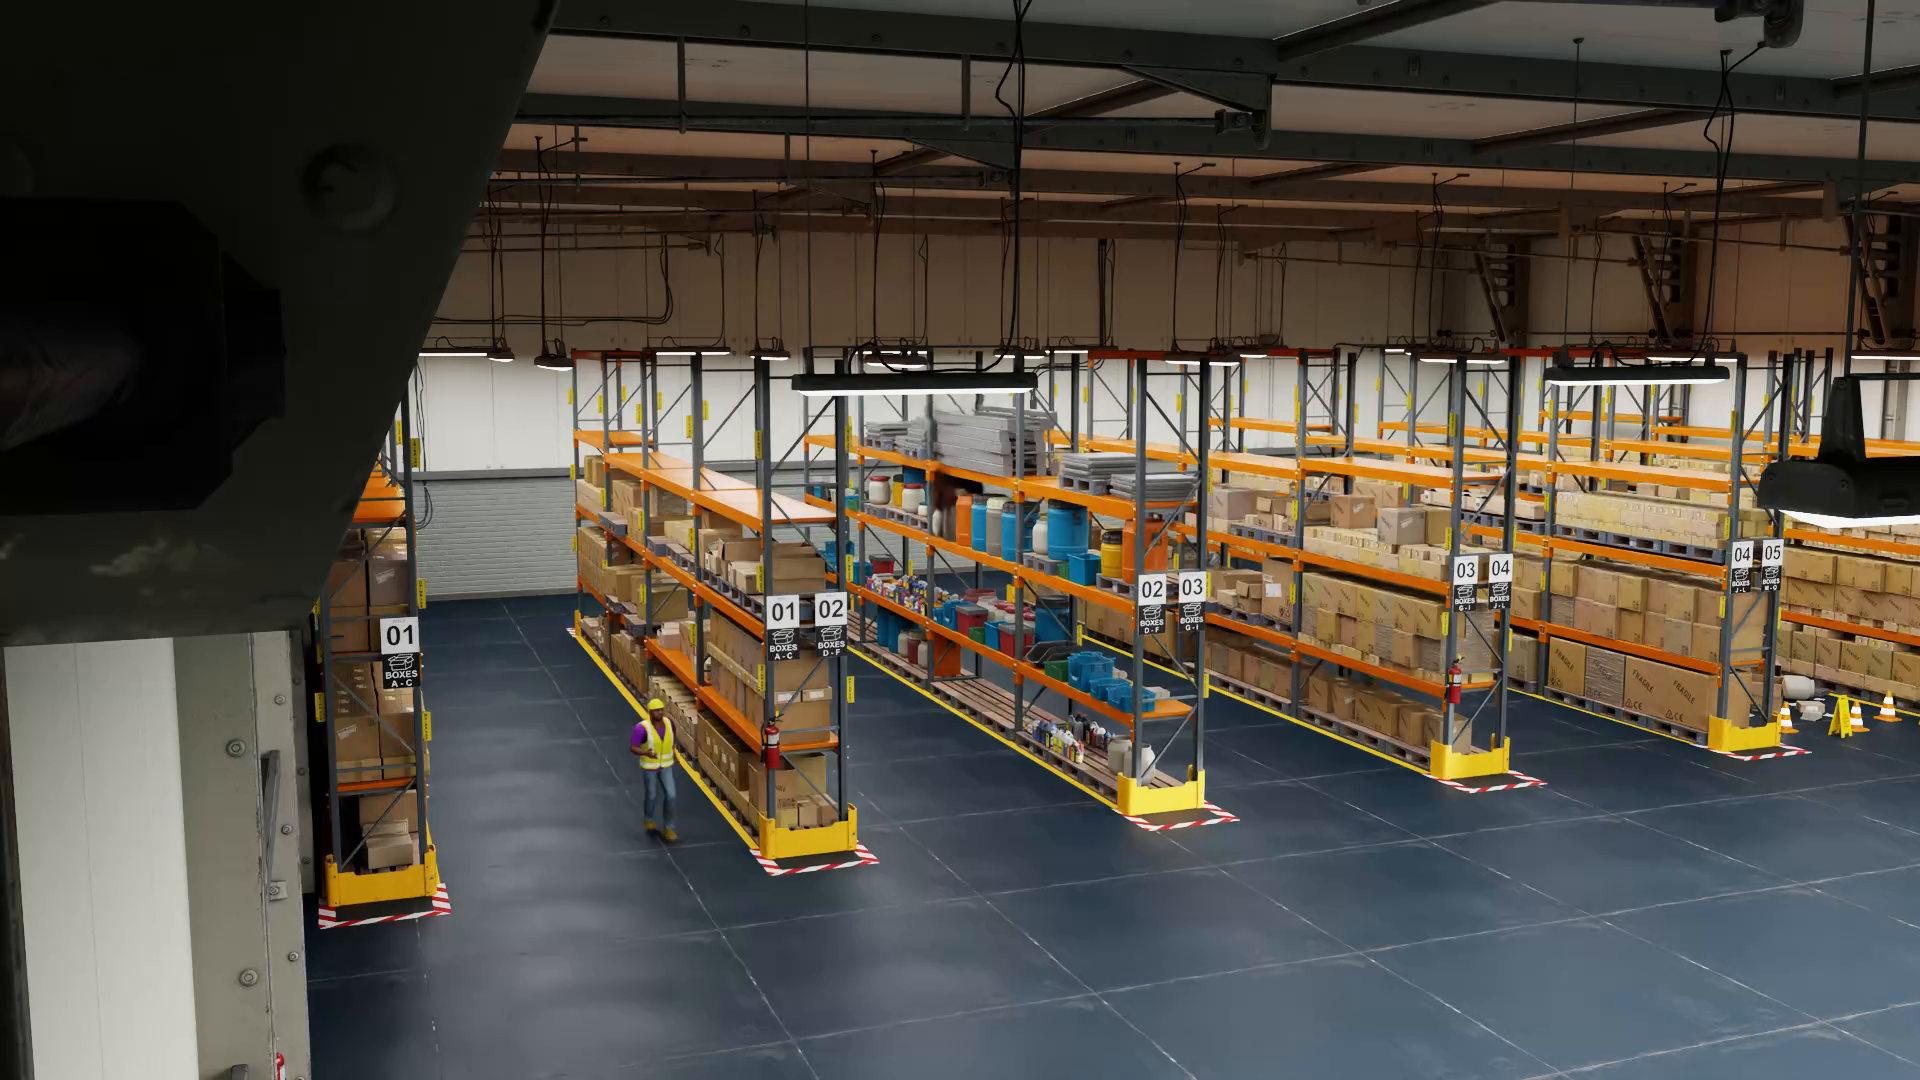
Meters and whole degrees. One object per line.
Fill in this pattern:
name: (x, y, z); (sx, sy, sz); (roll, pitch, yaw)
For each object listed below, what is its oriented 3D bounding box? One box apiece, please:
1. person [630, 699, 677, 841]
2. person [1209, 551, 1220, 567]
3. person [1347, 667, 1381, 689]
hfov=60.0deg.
person: (-3.812, 2.884, 20.873); (0.680, 1.824, 0.757); (-4, 8, -28)
person: (6.531, 0.317, 41.576); (0.555, 1.712, 0.731); (0, 7, 2)
person: (7.251, 1.755, 29.791); (0.669, 1.812, 0.893); (-3, 8, -22)
